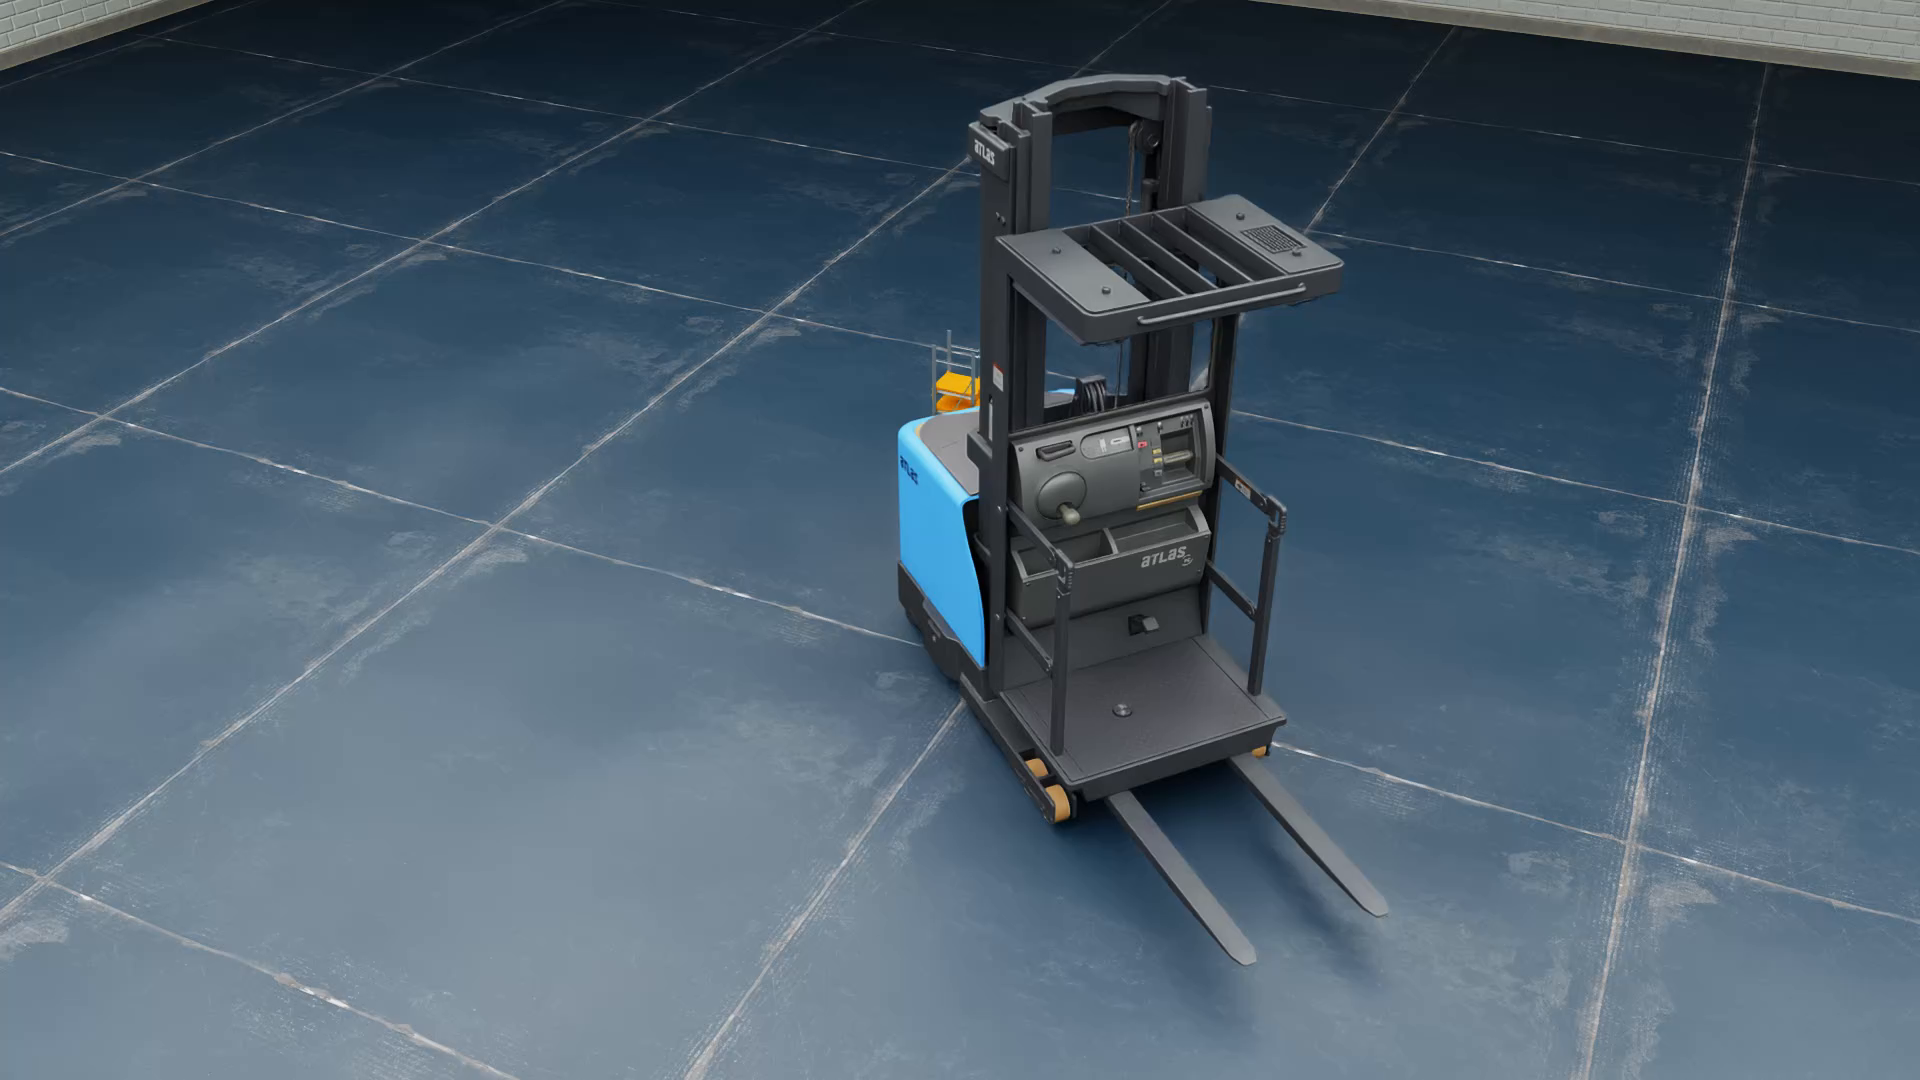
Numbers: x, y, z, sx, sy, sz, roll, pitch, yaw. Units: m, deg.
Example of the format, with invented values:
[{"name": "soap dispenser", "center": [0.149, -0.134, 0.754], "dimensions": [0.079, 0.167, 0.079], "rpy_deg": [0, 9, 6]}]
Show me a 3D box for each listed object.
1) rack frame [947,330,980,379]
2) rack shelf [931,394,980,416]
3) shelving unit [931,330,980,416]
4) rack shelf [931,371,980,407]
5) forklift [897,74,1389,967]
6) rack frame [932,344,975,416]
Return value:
[{"name": "rack frame", "center": [0.044, -0.555, 8.870], "dimensions": [0.240, 1.200, 0.006], "rpy_deg": [14, 36, 20]}, {"name": "rack shelf", "center": [0.006, -0.673, 8.693], "dimensions": [0.258, 0.103, 0.180], "rpy_deg": [14, 36, 20]}, {"name": "shelving unit", "center": [0.006, -0.509, 8.800], "dimensions": [0.258, 1.200, 0.189], "rpy_deg": [14, 36, 20]}, {"name": "rack shelf", "center": [0.006, -0.773, 8.627], "dimensions": [0.258, 0.103, 0.180], "rpy_deg": [14, 36, 20]}, {"name": "forklift", "center": [0.752, -0.265, 6.850], "dimensions": [1.130, 2.935, 3.031], "rpy_deg": [-14, 36, -20]}, {"name": "rack frame", "center": [-0.032, -0.463, 8.731], "dimensions": [0.240, 1.200, 0.006], "rpy_deg": [14, 36, 20]}]
